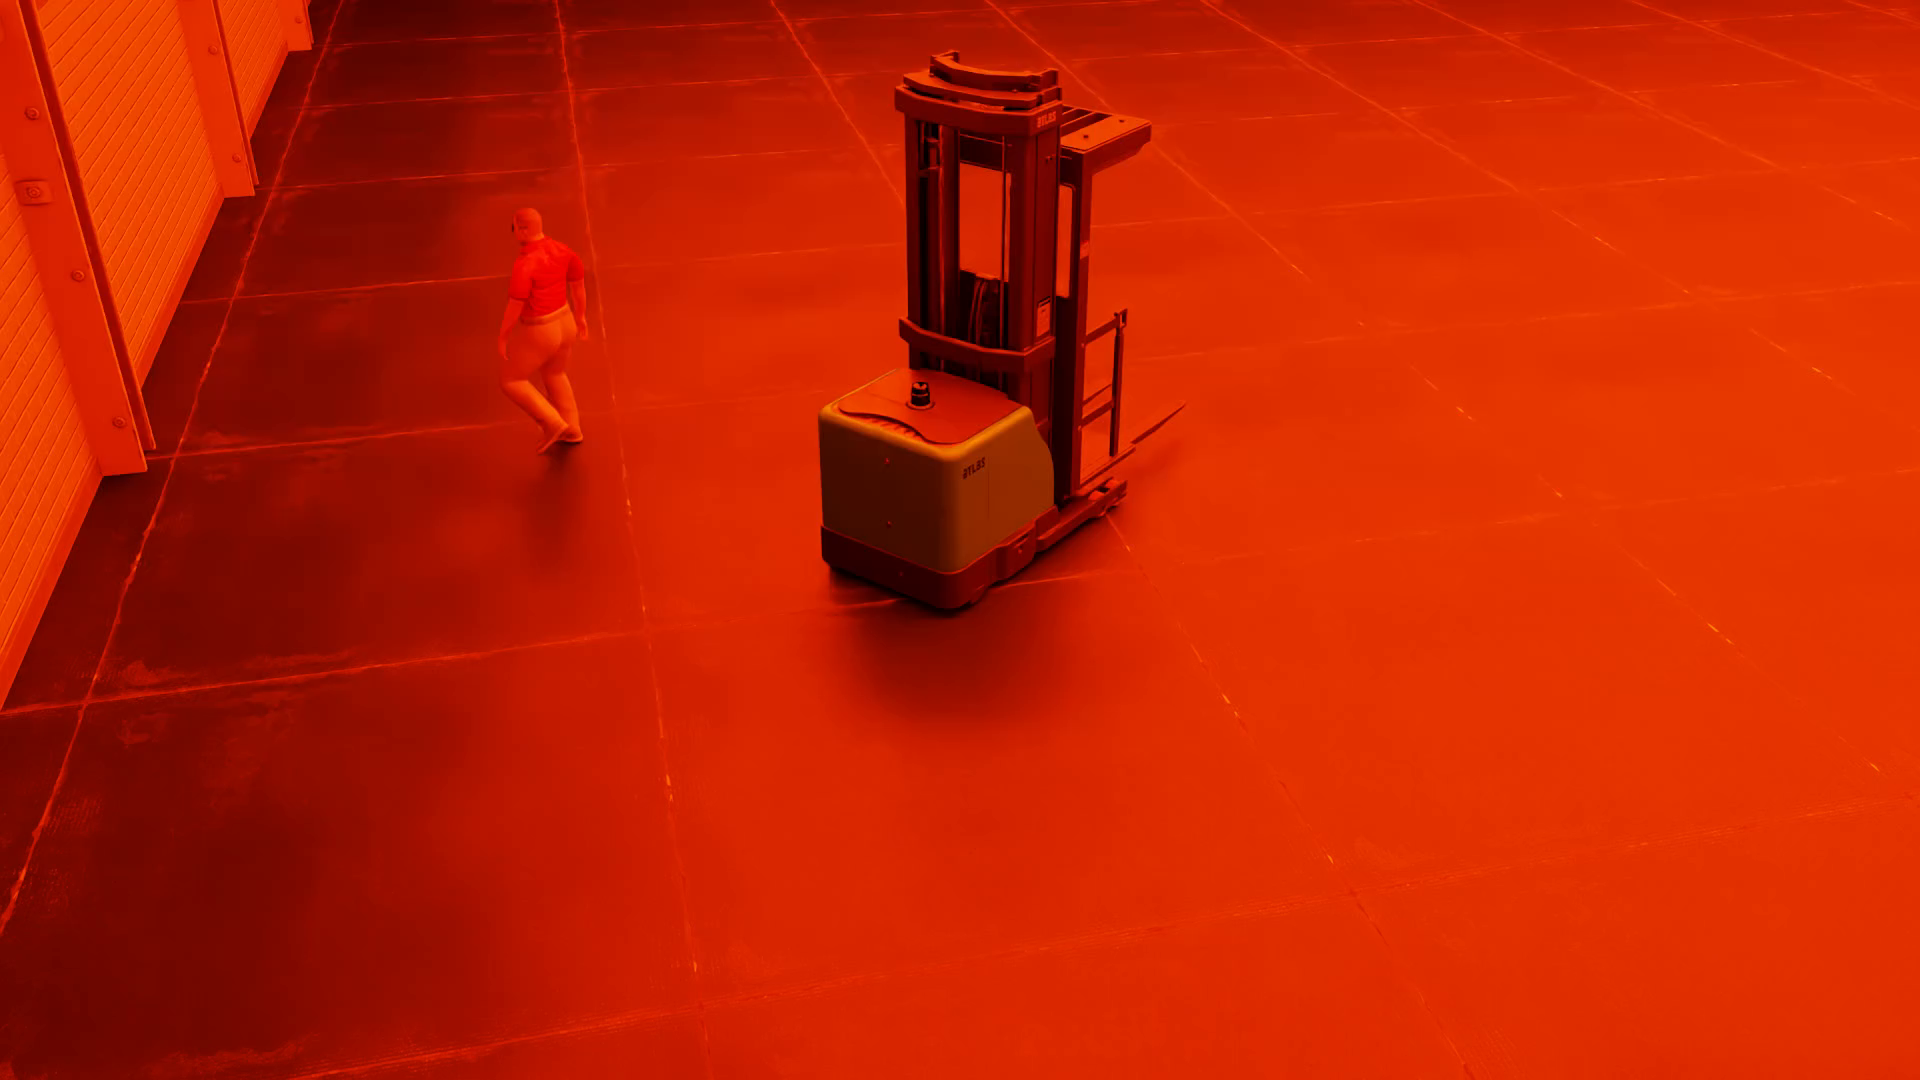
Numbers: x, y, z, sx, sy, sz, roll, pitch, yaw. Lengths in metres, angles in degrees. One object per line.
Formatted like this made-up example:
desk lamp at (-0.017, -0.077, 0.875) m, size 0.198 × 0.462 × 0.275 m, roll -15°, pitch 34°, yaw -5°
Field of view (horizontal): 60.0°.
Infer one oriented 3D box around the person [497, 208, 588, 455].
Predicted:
person at (-2.844, -1.415, 11.241) m, size 0.477 × 1.708 × 0.699 m, roll 13°, pitch 32°, yaw 21°

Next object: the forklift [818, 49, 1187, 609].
forklift at (0.436, -1.548, 10.249) m, size 1.130 × 2.935 × 3.031 m, roll 20°, pitch 36°, yaw 31°
